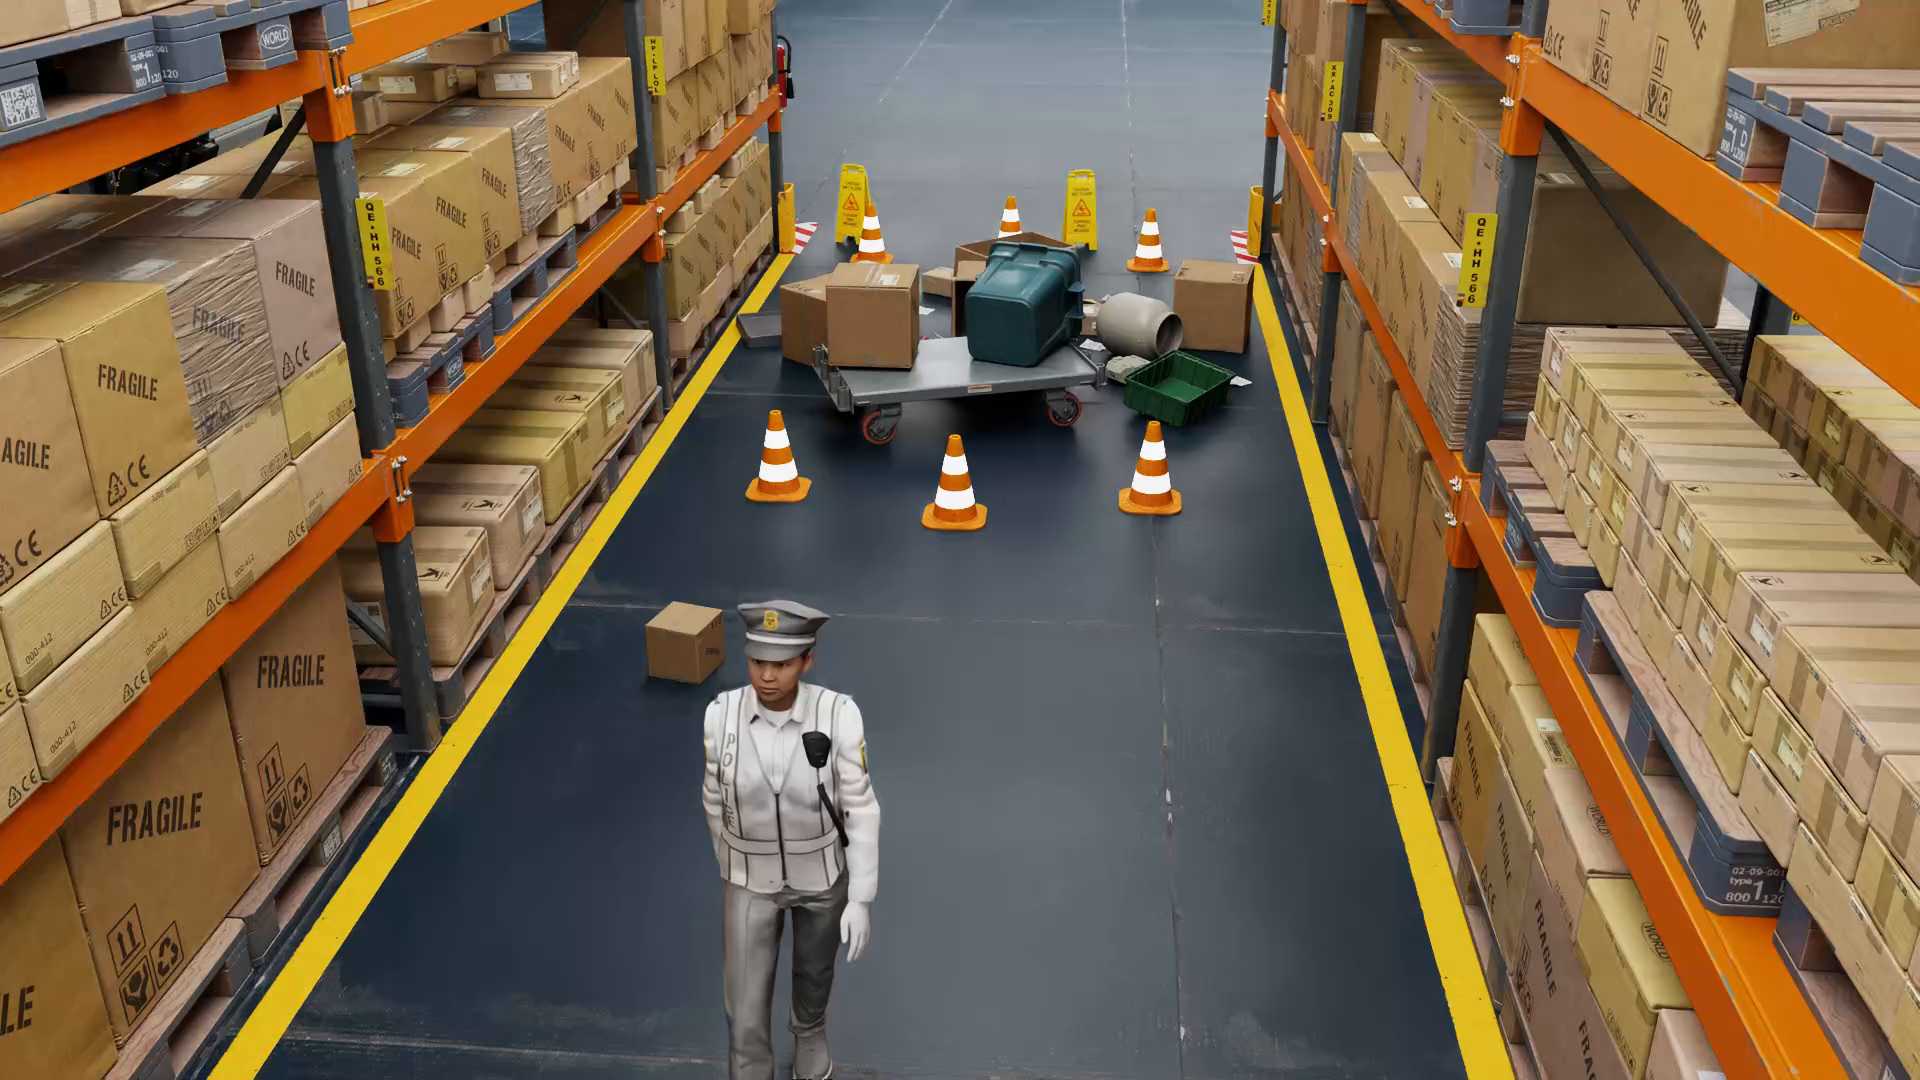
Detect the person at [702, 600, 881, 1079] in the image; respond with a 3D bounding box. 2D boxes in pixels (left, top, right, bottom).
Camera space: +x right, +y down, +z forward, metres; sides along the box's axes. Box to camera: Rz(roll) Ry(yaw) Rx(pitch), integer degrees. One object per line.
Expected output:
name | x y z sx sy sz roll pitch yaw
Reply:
person | -0.452 0.958 4.478 0.488 1.690 0.829 -1 25 -3
